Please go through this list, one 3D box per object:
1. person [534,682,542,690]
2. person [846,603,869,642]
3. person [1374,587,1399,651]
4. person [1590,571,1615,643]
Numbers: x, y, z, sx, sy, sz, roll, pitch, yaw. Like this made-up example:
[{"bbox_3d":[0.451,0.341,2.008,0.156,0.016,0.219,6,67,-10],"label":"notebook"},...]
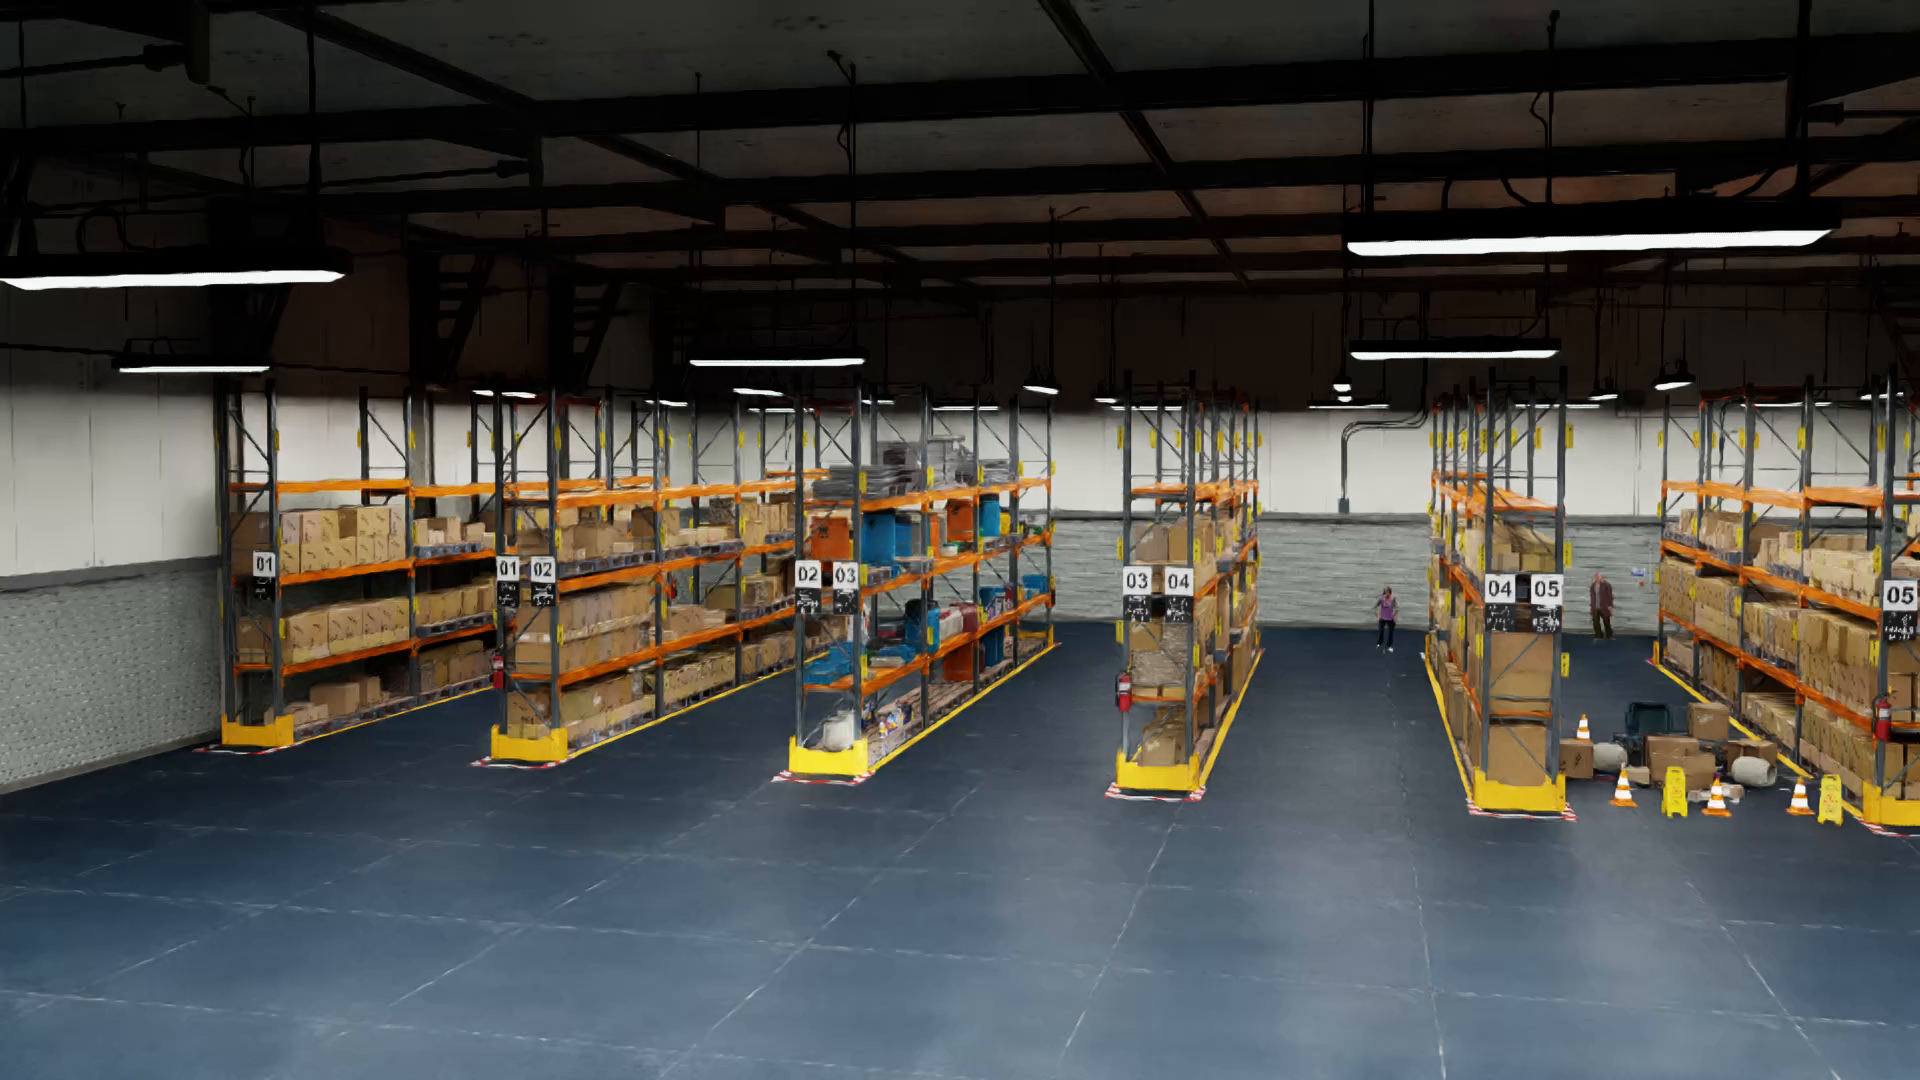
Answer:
[{"bbox_3d":[-8.075,2.238,32.302,0.405,1.655,0.495,-1,4,-15],"label":"person"},{"bbox_3d":[-2.244,1.954,36.336,0.564,1.736,1.044,1,4,12],"label":"person"},{"bbox_3d":[10.127,1.870,39.498,0.566,1.541,0.519,1,3,12],"label":"person"},{"bbox_3d":[15.932,1.660,41.222,0.623,1.751,0.619,-3,5,-41],"label":"person"}]
